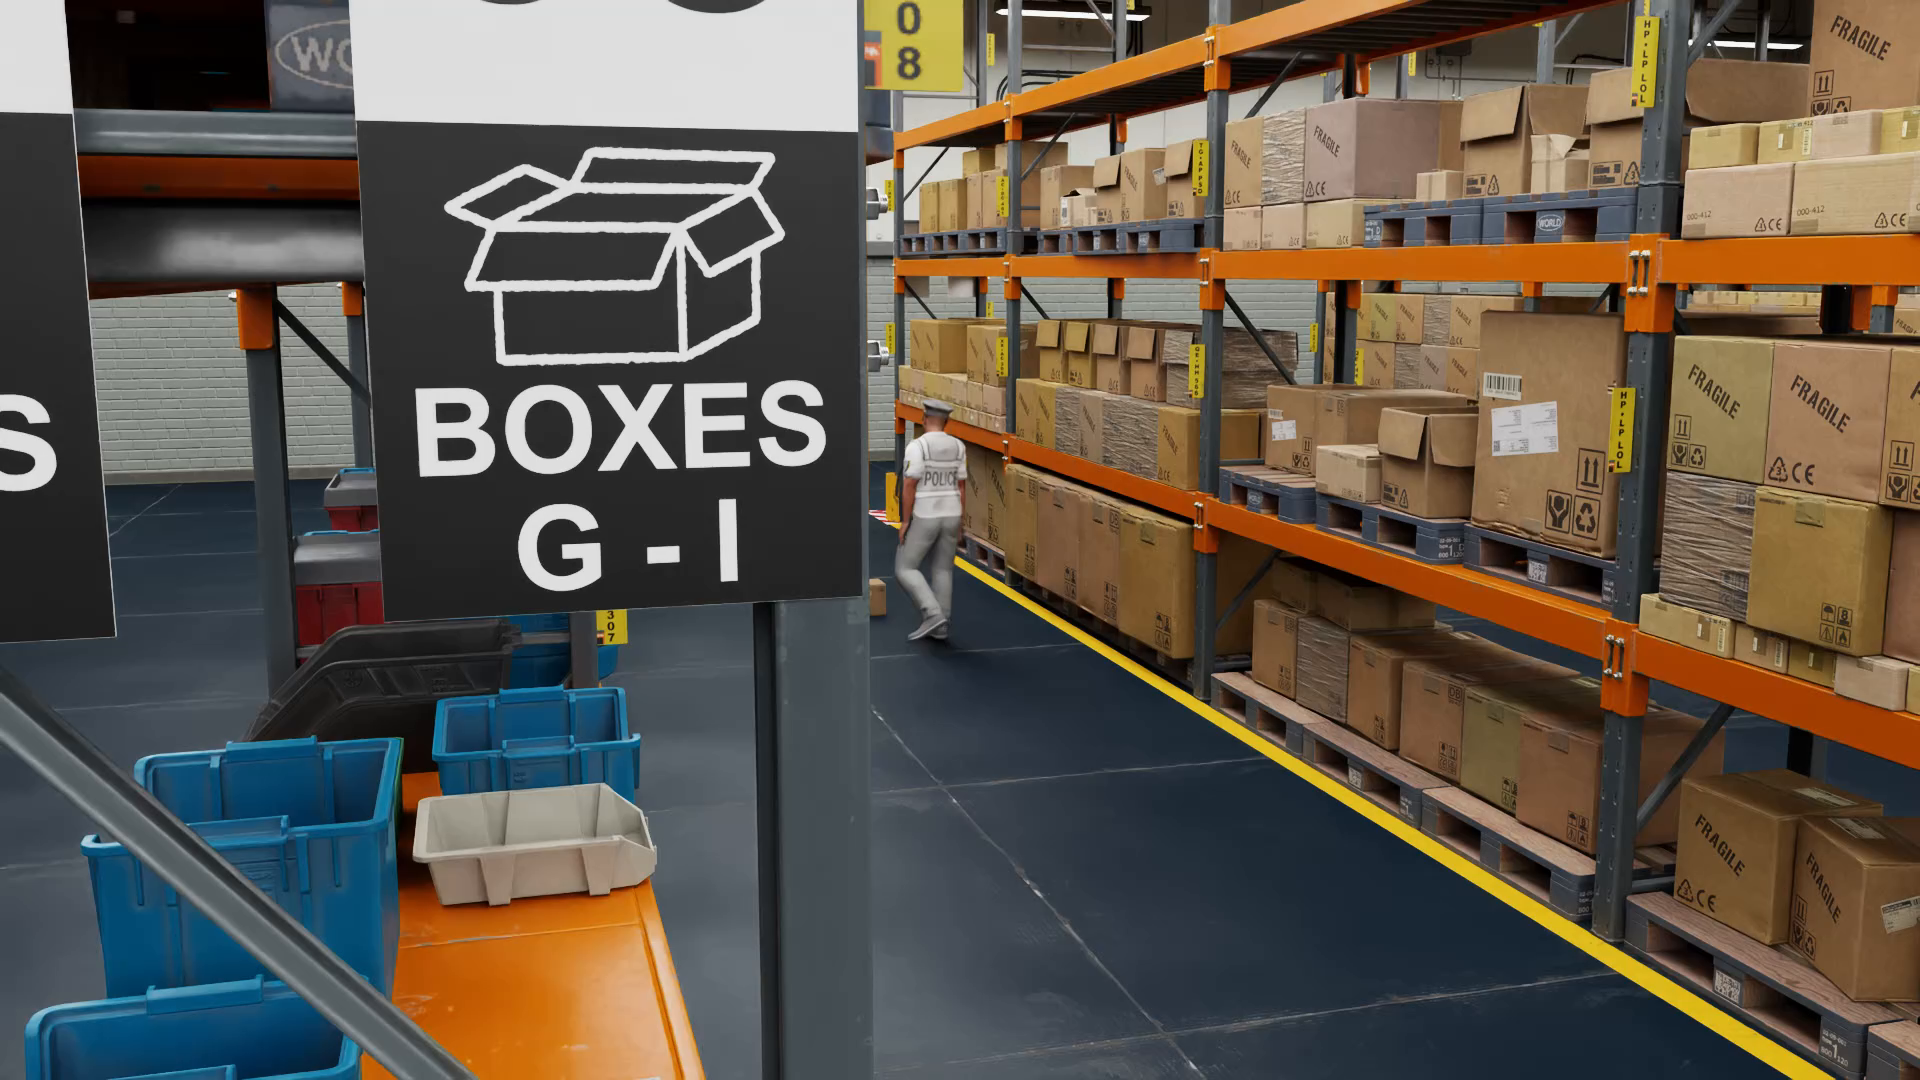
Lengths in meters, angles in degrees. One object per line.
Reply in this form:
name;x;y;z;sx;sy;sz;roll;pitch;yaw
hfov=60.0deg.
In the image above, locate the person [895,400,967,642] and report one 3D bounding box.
person;-0.181;-0.130;12.038;0.594;1.739;0.546;-6;11;-33
